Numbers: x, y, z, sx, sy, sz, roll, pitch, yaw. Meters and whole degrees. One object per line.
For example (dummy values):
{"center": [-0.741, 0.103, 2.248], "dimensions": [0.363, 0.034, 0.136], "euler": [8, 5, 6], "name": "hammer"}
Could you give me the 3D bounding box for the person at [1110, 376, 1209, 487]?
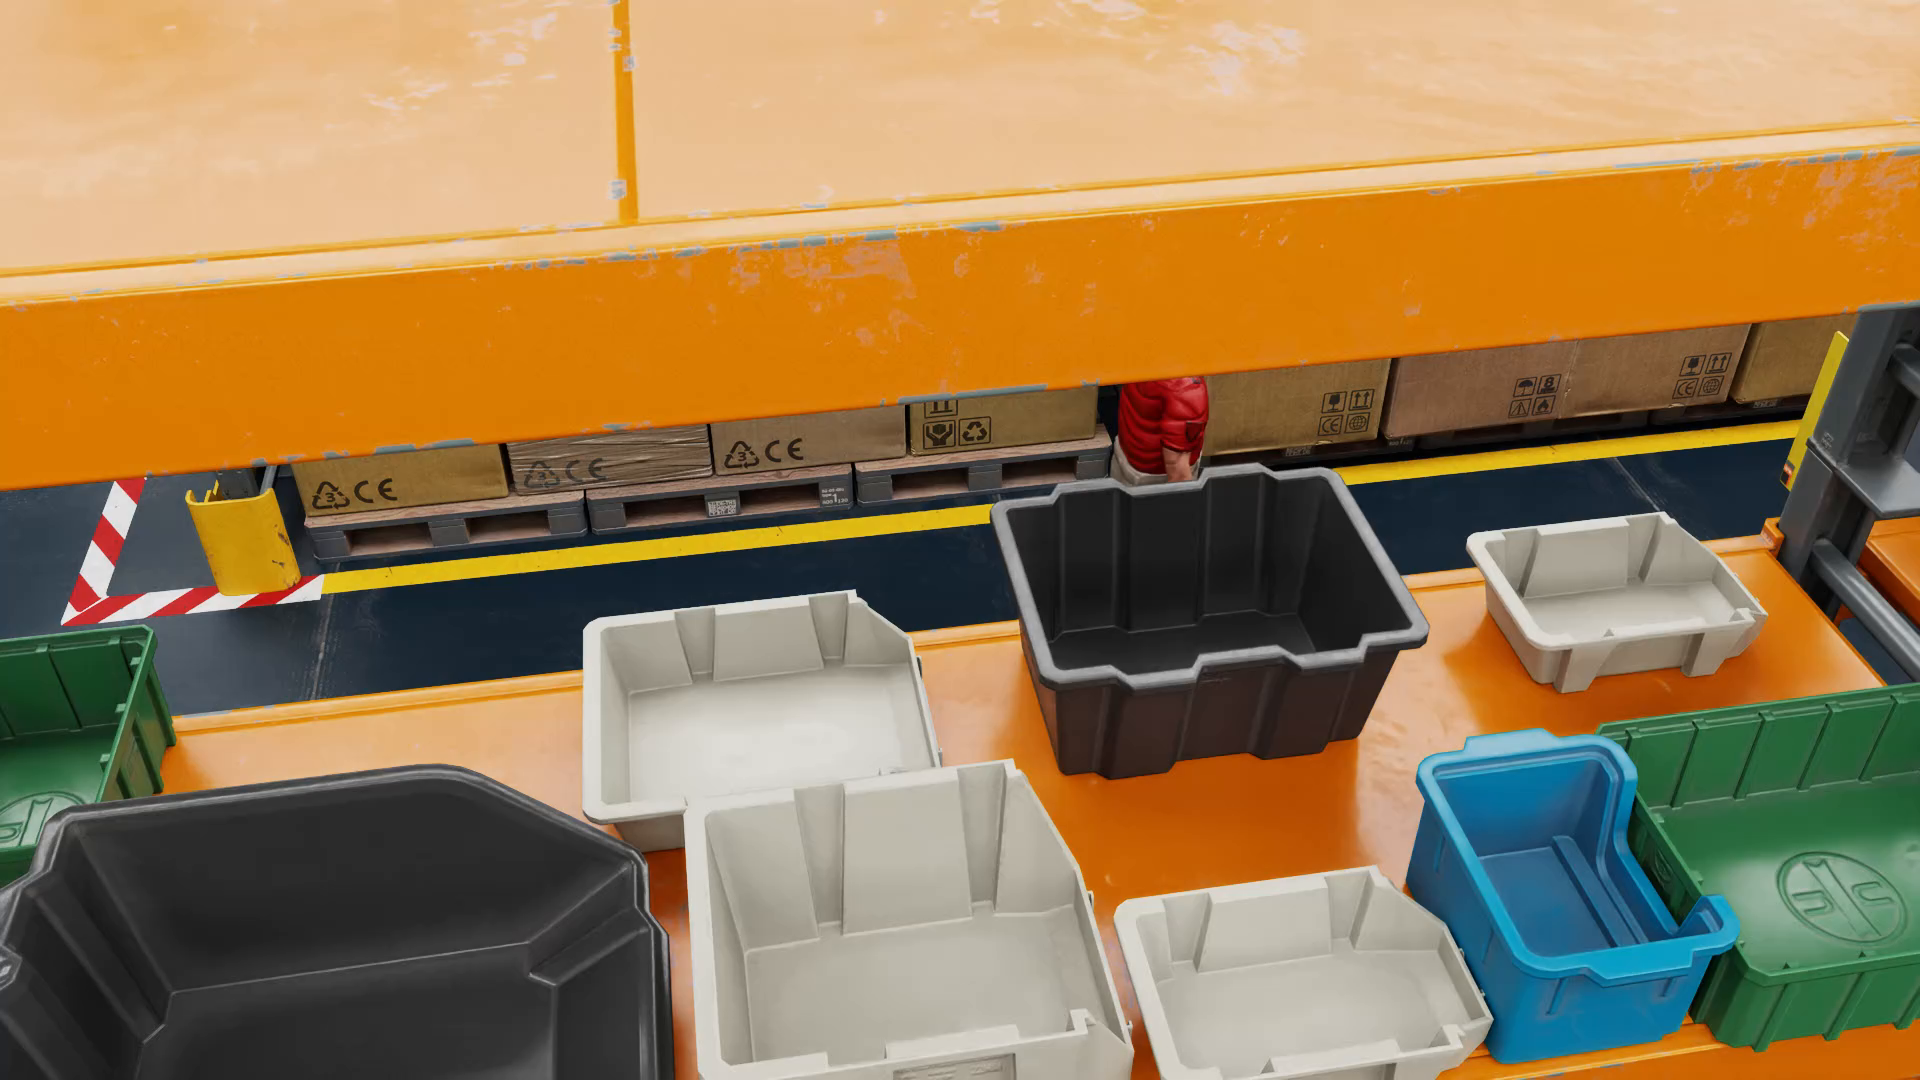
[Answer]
{"center": [0.794, -0.223, 6.446], "dimensions": [0.390, 1.726, 0.588], "euler": [-8, 39, -10], "name": "person"}
